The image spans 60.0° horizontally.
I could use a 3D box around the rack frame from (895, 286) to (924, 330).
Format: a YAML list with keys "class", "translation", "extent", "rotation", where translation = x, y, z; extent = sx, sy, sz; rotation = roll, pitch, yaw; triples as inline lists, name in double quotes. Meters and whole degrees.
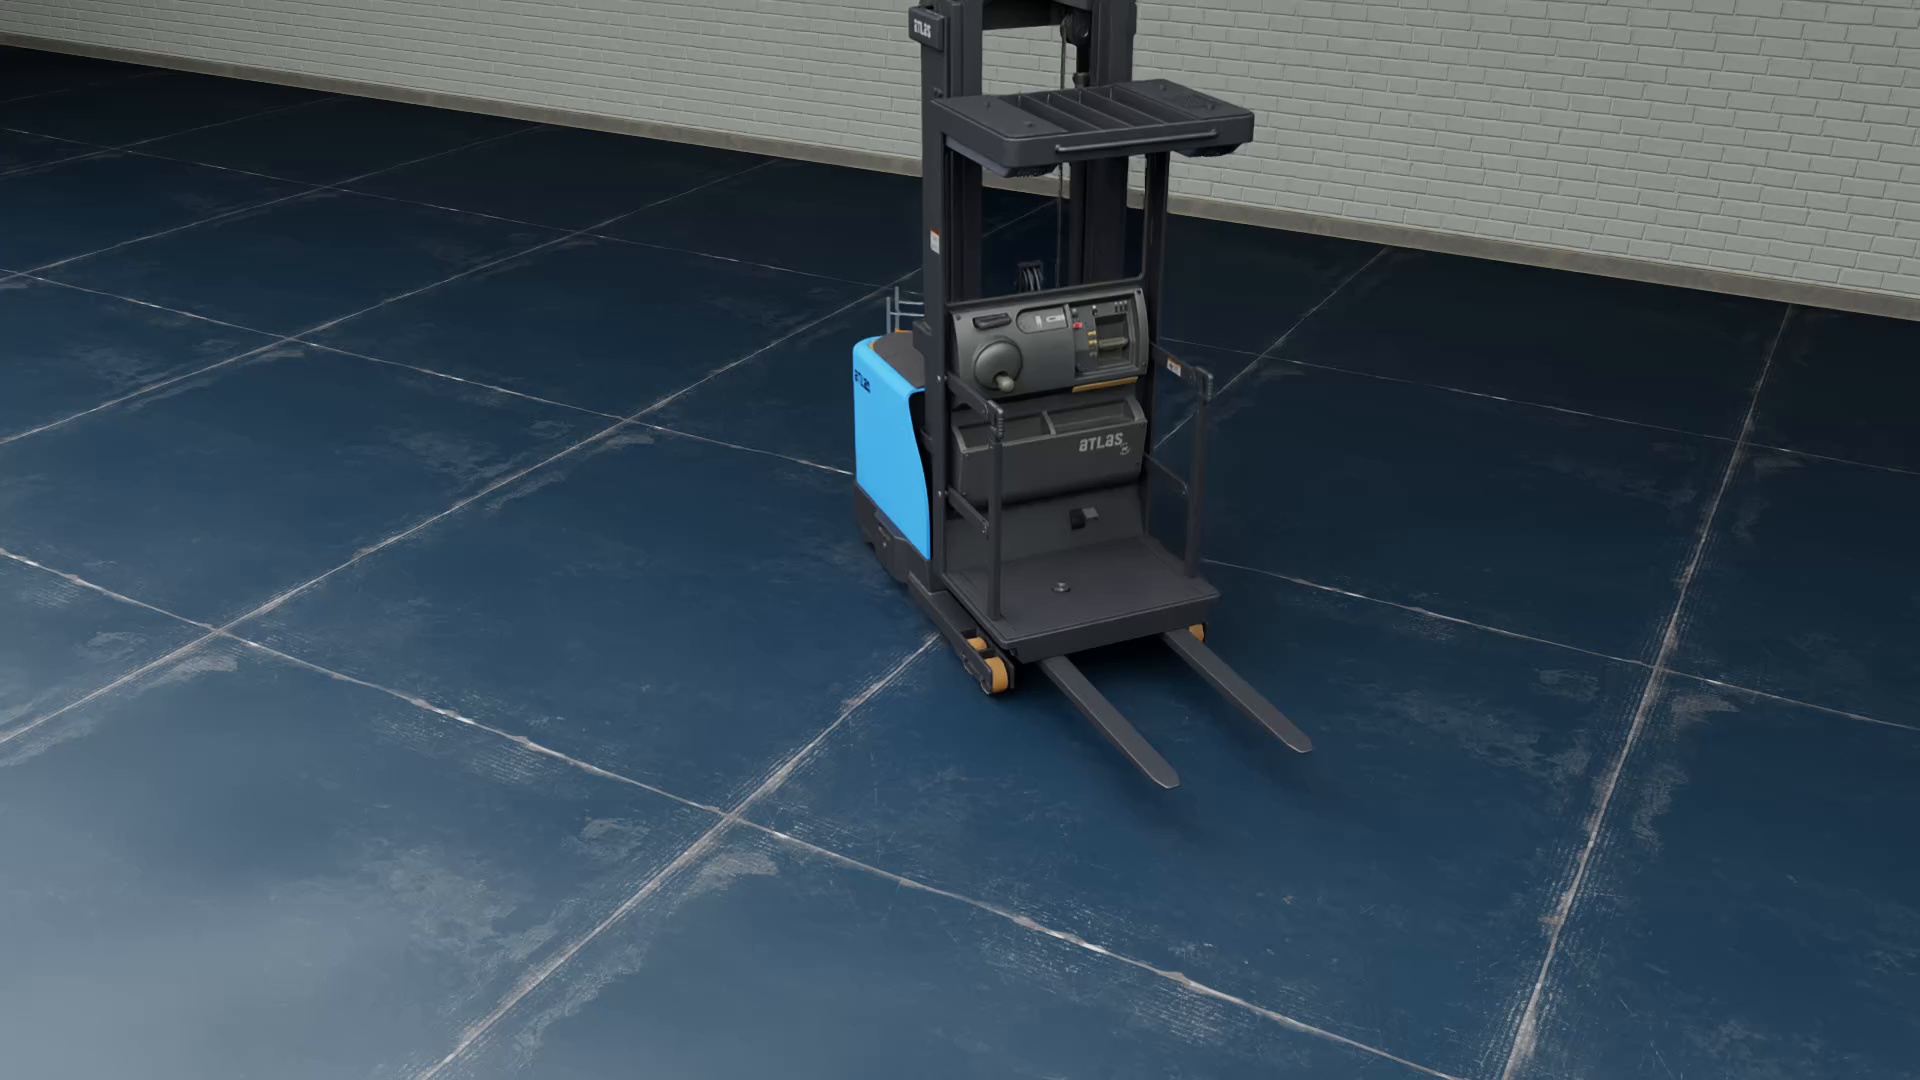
- class: "rack frame"
  translation: [-0.224, -0.784, 8.976]
  extent: [0.240, 1.200, 0.006]
  rotation: [5, 27, 11]

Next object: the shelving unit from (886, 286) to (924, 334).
- class: "shelving unit"
  translation: [-0.243, -0.744, 8.895]
  extent: [0.258, 1.200, 0.189]
  rotation: [5, 27, 11]

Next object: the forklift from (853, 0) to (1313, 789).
- class: "forklift"
  translation: [0.495, -0.843, 7.160]
  extent: [1.130, 2.935, 3.031]
  rotation: [-11, 29, -21]

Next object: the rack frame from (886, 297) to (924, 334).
- class: "rack frame"
  translation: [-0.262, -0.704, 8.815]
  extent: [0.240, 1.200, 0.006]
  rotation: [5, 27, 11]

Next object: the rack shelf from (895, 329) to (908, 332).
- class: "rack shelf"
  translation: [-0.243, -1.026, 8.754]
  extent: [0.258, 0.103, 0.180]
  rotation: [5, 27, 11]
